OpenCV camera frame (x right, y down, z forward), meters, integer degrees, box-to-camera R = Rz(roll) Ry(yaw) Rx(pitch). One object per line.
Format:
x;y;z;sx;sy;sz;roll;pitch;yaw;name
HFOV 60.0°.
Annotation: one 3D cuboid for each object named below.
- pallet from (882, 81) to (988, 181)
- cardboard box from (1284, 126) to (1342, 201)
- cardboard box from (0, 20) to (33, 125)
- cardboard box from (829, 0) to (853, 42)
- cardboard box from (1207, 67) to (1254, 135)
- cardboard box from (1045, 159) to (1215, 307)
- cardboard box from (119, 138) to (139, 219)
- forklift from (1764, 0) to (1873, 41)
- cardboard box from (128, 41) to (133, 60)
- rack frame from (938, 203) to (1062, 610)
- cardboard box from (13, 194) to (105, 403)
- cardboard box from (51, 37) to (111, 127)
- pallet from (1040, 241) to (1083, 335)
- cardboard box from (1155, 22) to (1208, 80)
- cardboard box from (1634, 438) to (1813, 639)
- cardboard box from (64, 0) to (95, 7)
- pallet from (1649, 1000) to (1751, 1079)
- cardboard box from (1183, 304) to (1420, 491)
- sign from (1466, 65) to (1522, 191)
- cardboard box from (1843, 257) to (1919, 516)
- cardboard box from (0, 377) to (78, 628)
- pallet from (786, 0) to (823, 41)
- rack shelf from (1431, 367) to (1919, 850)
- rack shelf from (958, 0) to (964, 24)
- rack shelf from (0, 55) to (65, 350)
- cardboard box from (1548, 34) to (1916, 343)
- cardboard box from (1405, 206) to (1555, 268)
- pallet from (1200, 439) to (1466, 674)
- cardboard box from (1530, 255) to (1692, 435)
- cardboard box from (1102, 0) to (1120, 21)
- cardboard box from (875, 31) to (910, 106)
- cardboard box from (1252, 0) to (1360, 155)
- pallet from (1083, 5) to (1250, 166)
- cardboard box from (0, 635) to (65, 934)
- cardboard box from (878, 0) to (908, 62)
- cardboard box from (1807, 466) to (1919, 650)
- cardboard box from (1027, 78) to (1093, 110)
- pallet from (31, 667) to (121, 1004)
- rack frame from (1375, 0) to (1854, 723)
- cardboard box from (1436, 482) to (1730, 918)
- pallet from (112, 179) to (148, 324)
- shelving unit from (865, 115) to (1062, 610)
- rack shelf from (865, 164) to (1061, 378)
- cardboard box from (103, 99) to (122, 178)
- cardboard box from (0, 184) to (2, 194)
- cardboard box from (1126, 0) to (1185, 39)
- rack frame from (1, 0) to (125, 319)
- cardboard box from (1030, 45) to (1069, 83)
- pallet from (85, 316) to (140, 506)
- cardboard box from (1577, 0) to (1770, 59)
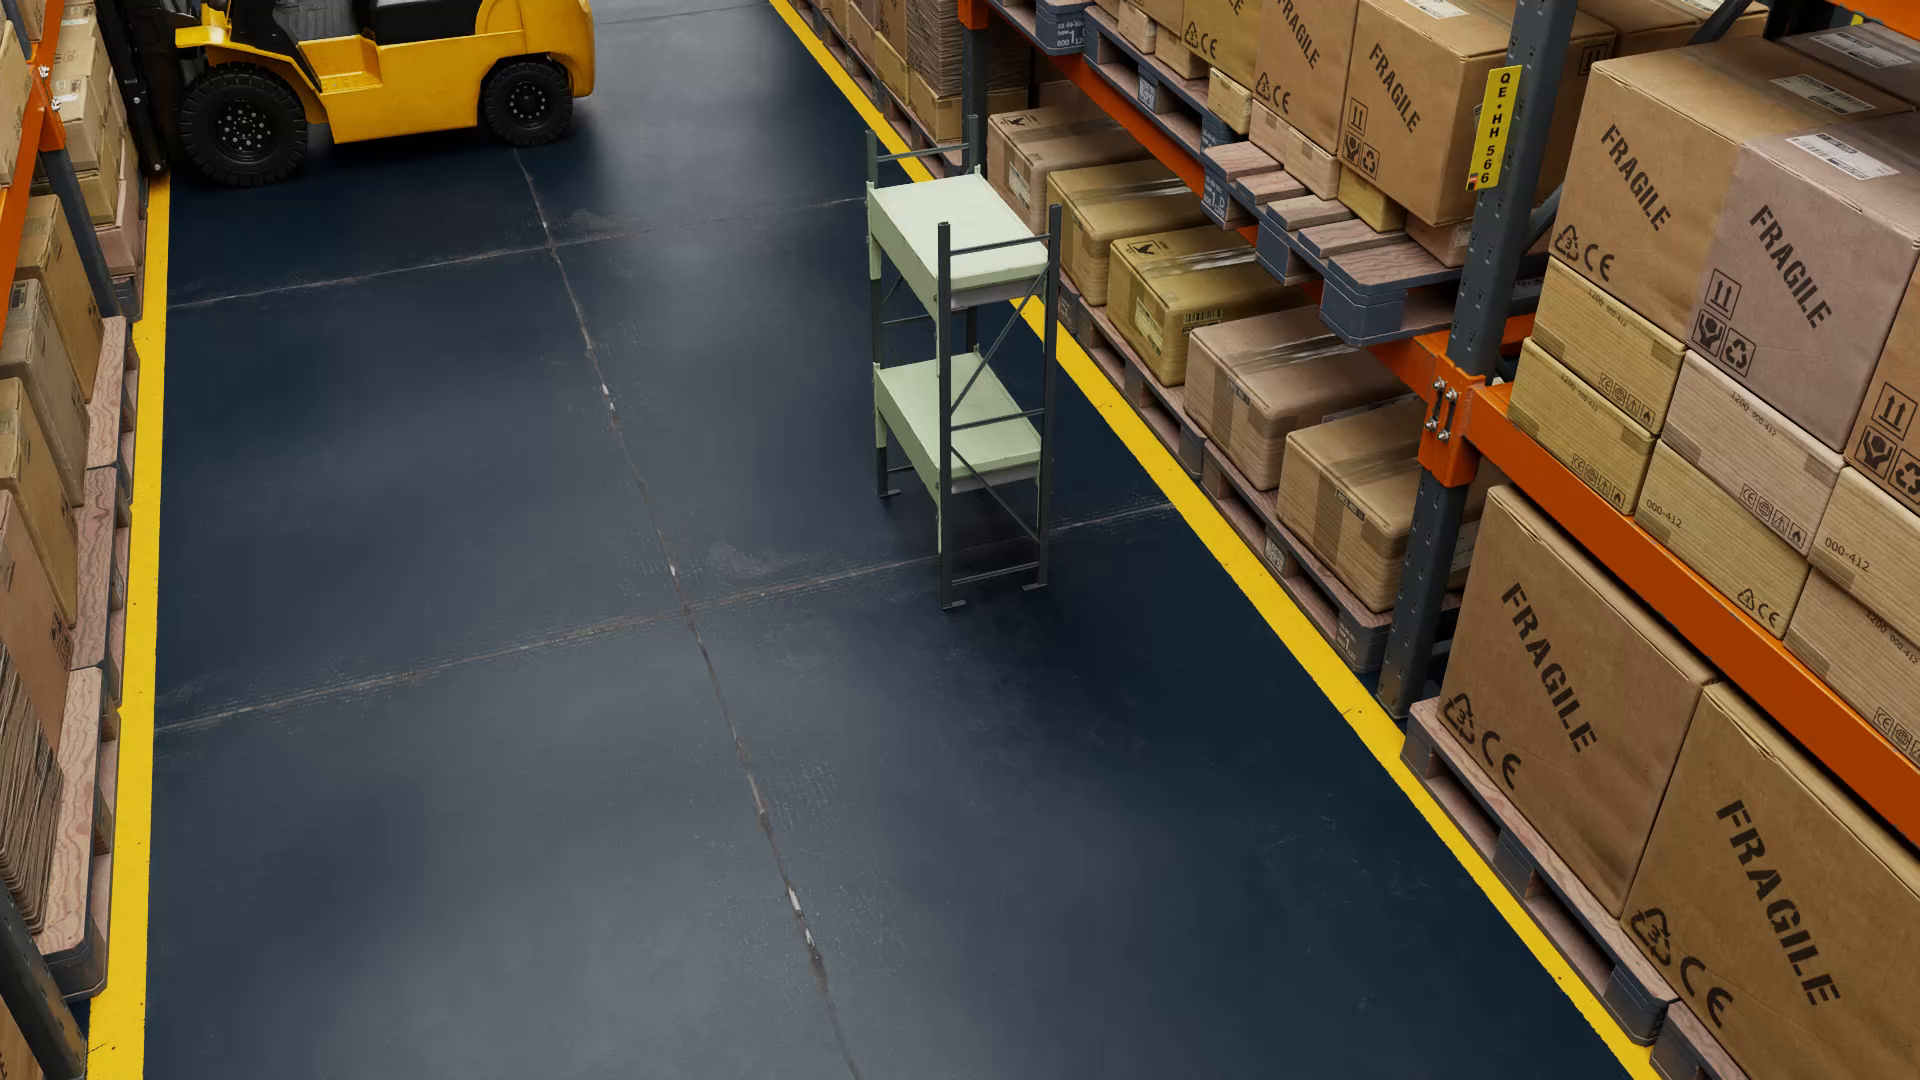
0.234;-2.256;9.070;1.003;0.211;1.213;-12;39;-16;pallet
1.252;-1.212;5.225;0.380;0.149;0.250;-13;39;-16;cardboard box
-3.742;-1.678;6.109;0.500;0.250;0.500;-12;39;-15;cardboard box
-0.492;-3.218;9.966;0.500;0.250;0.500;-10;38;-13;cardboard box
1.065;-1.508;5.619;0.380;0.149;0.250;-12;39;-15;cardboard box
0.932;-1.415;7.470;0.950;0.372;0.625;-10;38;-13;cardboard box
-4.206;-1.663;7.901;0.500;0.250;0.500;-13;39;-17;cardboard box
3.111;-1.895;6.329;1.130;2.935;3.031;-11;38;-15;forklift
-4.717;-2.714;8.880;0.500;0.250;0.500;-13;39;-17;cardboard box
0.124;-0.396;5.529;0.400;1.500;0.023;-12;39;-16;rack frame
-3.971;-0.895;6.569;0.875;0.625;0.625;-11;38;-14;cardboard box
-4.199;-2.066;7.605;0.500;0.250;0.500;-12;39;-16;cardboard box
0.767;-1.444;7.992;1.003;0.211;1.213;-12;39;-16;pallet
0.933;-1.801;6.008;0.380;0.149;0.250;-14;39;-17;cardboard box
2.000;-0.063;3.966;0.500;0.250;0.500;-14;39;-17;cardboard box
-4.555;-2.643;8.371;0.500;0.250;0.500;-13;39;-17;cardboard box
2.491;1.525;4.050;1.003;0.211;1.213;-12;39;-16;pallet
1.428;-0.593;6.379;0.950;0.372;0.625;-13;39;-17;cardboard box
1.368;-1.051;4.256;0.100;0.325;0.005;-12;39;-16;sign
2.158;-0.275;3.207;0.500;0.500;0.500;-11;38;-15;cardboard box
-3.451;-0.031;5.422;0.875;0.625;0.625;-14;39;-18;cardboard box
-0.606;-3.634;10.900;1.003;0.211;1.213;-12;39;-16;pallet
2.563;0.679;3.453;1.077;0.370;4.000;-12;39;-16;rack shelf
-0.190;-3.840;9.453;1.077;0.370;4.000;-12;39;-16;rack shelf
-3.473;-0.551;5.086;1.077;0.370;4.000;-12;39;-16;rack shelf
1.815;-0.848;3.969;0.500;0.500;0.500;-14;39;-17;cardboard box
1.541;-0.942;4.867;0.380;0.149;0.250;-11;38;-14;cardboard box
1.607;-0.066;6.162;1.003;0.211;1.213;-12;39;-16;pallet
1.817;-0.541;4.184;0.500;0.250;0.500;-13;39;-16;cardboard box
0.771;-2.106;6.413;0.380;0.149;0.250;-12;39;-16;cardboard box
-0.150;-2.644;9.204;0.500;0.250;0.500;-13;39;-17;cardboard box
1.269;-1.554;5.140;0.500;0.500;0.500;-13;39;-17;cardboard box
1.155;-1.771;6.268;1.003;0.211;1.213;-12;39;-16;pallet
-2.986;0.717;4.429;0.875;0.625;0.625;-11;38;-15;cardboard box
-0.134;-2.932;8.963;0.500;0.500;0.500;-12;39;-15;cardboard box
2.154;0.036;3.419;0.500;0.250;0.500;-13;39;-16;cardboard box
0.549;-2.456;8.954;0.500;0.250;0.500;-14;39;-18;cardboard box
-3.031;0.932;4.837;1.003;0.211;1.213;-12;39;-16;pallet
1.875;-0.738;4.737;1.000;3.000;0.127;-12;39;-16;rack frame
2.034;0.350;4.709;0.875;0.875;0.875;-13;39;-16;cardboard box
-4.395;-1.312;7.816;1.003;0.211;1.213;-12;39;-16;pallet
-0.002;-0.603;5.804;0.431;1.500;0.755;-12;39;-16;shelving unit
-0.002;-0.915;5.569;0.431;0.370;0.720;-12;39;-16;rack shelf
-4.213;-1.858;7.745;0.500;0.250;0.500;-13;39;-16;cardboard box
-3.422;-1.108;5.352;0.500;0.250;0.500;-12;39;-16;cardboard box
0.907;-2.147;5.928;0.500;0.500;0.500;-14;39;-18;cardboard box
-4.161;-1.968;6.370;1.000;3.000;0.127;-12;39;-16;rack frame
0.549;-2.756;8.729;0.500;0.500;0.500;-11;38;-14;cardboard box
-3.871;-0.446;6.667;1.003;0.211;1.213;-12;39;-16;pallet
1.937;-1.367;4.892;0.500;0.500;0.500;-14;39;-17;cardboard box
